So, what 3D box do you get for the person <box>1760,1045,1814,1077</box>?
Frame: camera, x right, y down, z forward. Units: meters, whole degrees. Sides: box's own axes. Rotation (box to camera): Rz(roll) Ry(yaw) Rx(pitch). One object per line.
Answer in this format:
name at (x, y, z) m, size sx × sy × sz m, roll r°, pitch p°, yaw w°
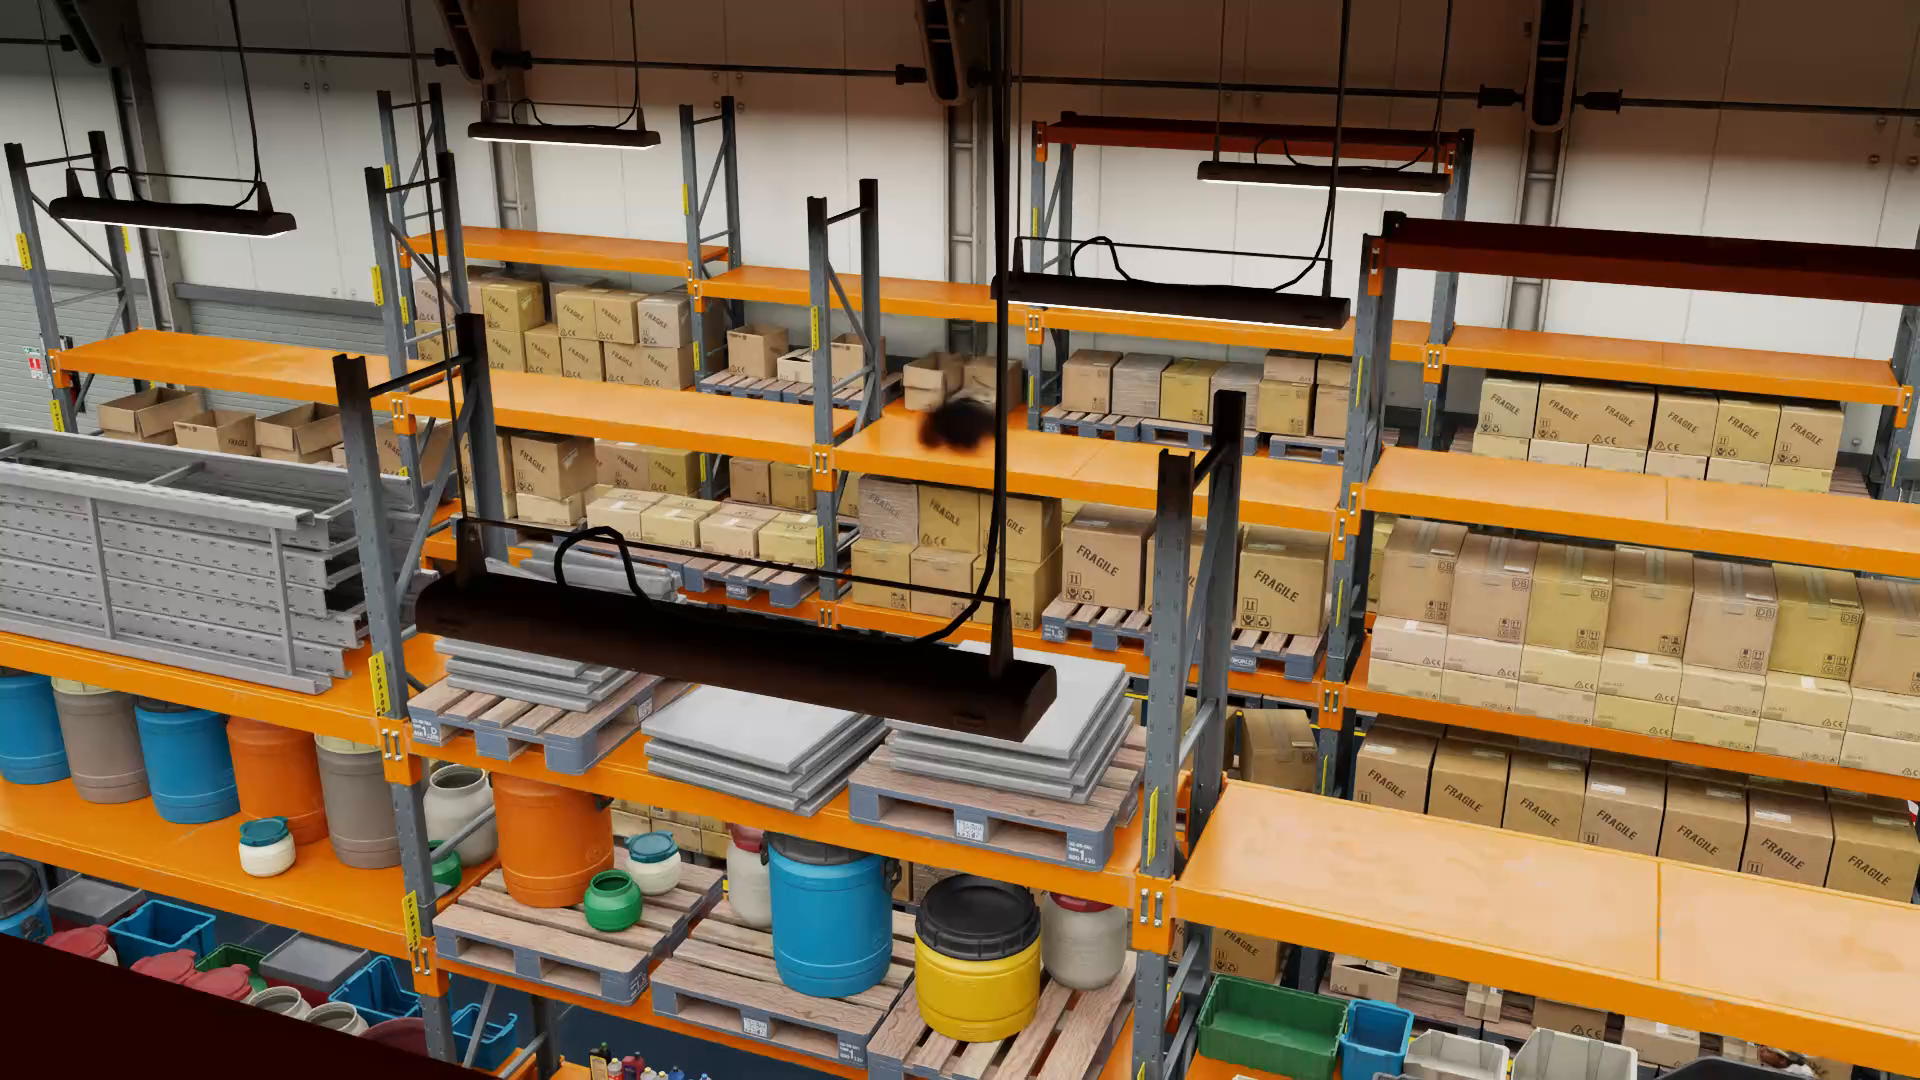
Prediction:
person at (5.020, 3.734, 10.271) m, size 0.791 × 1.709 × 0.475 m, roll 4°, pitch 21°, yaw 11°
